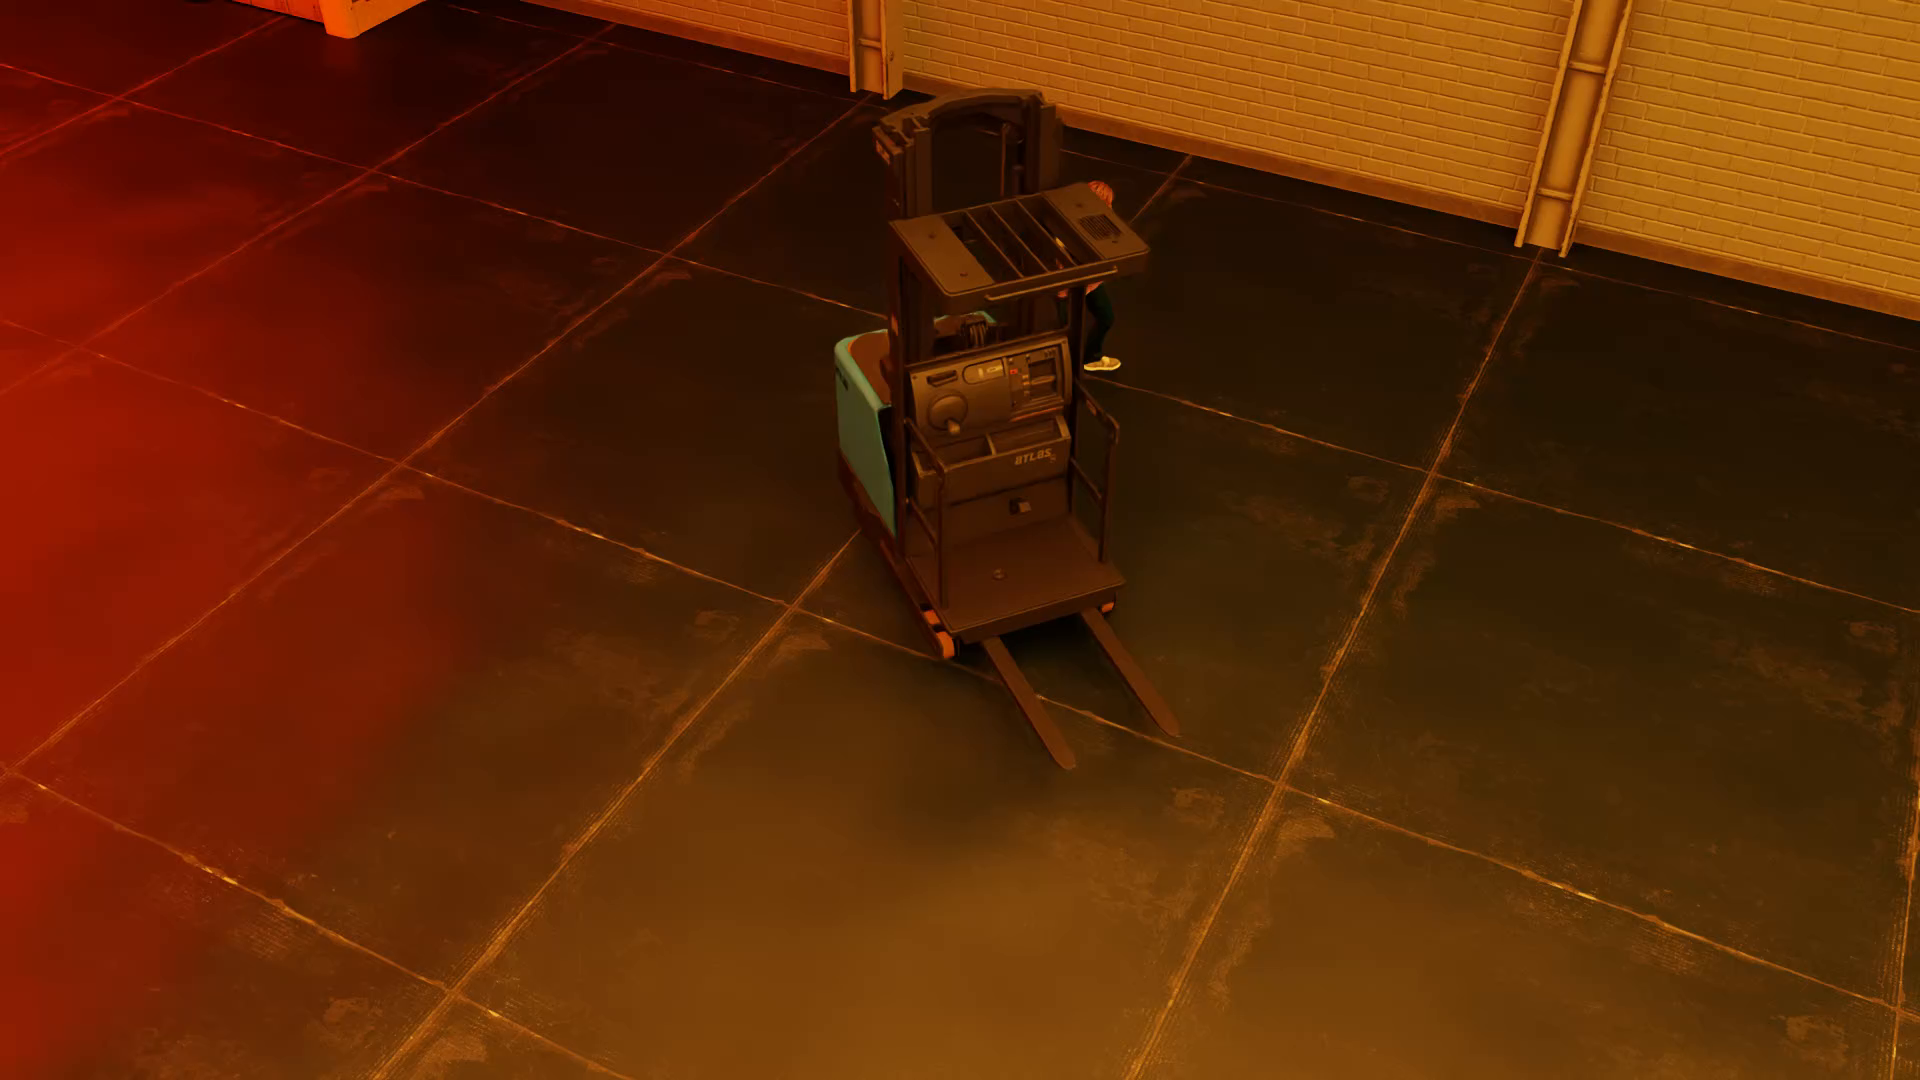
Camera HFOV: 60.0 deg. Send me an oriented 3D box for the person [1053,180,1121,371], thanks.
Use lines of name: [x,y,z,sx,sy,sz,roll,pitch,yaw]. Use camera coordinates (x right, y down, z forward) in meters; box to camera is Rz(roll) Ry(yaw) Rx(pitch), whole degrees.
person: [0.787,-1.692,11.081,0.399,1.563,0.731,30,48,31]

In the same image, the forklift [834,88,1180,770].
forklift: [0.260,-0.755,8.883,1.130,2.935,3.031,-15,42,-17]
